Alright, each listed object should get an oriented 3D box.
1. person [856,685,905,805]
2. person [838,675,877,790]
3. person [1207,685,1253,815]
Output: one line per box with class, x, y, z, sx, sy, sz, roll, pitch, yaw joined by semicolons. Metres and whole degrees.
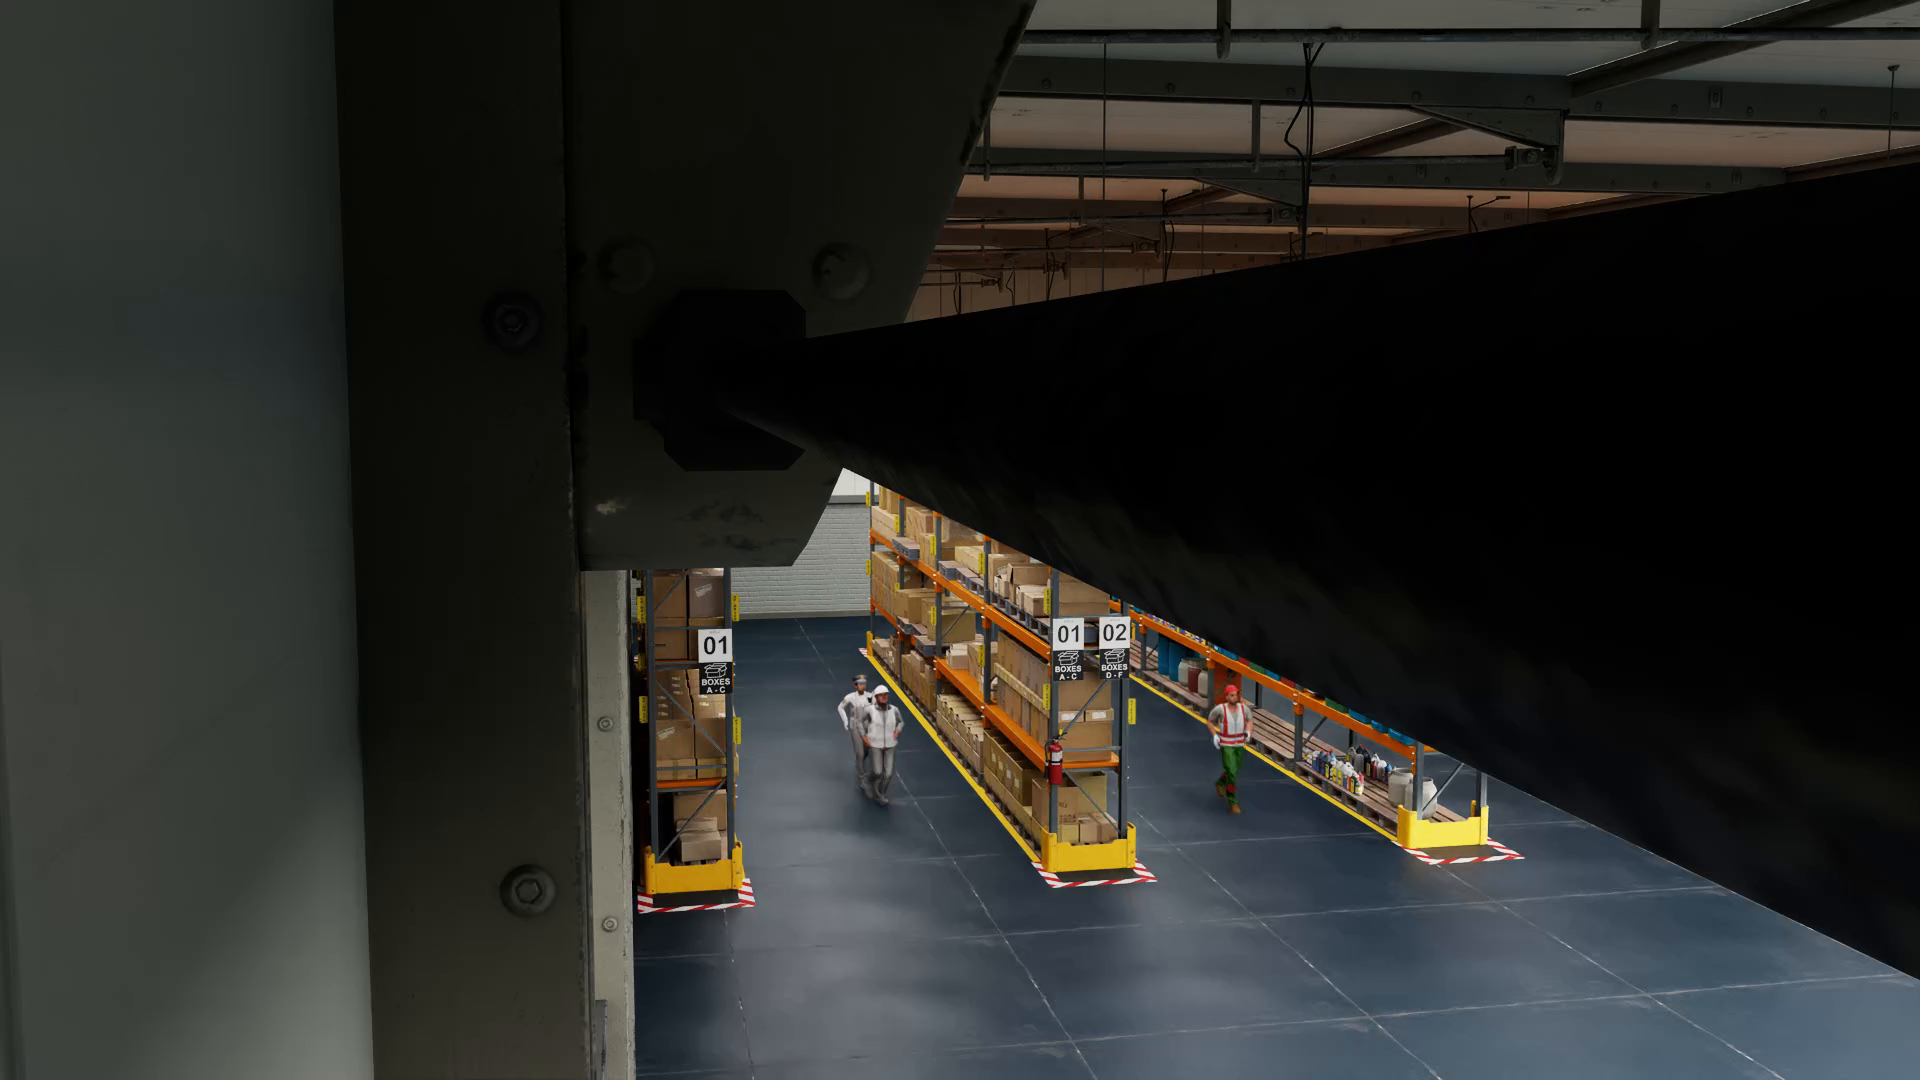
person;-1.117;2.964;23.962;0.703;1.743;0.542;-2;6;-18
person;-1.489;2.855;25.093;0.614;1.662;0.920;-2;6;-22
person;3.881;2.949;23.844;0.652;1.804;0.867;-2;6;-16
